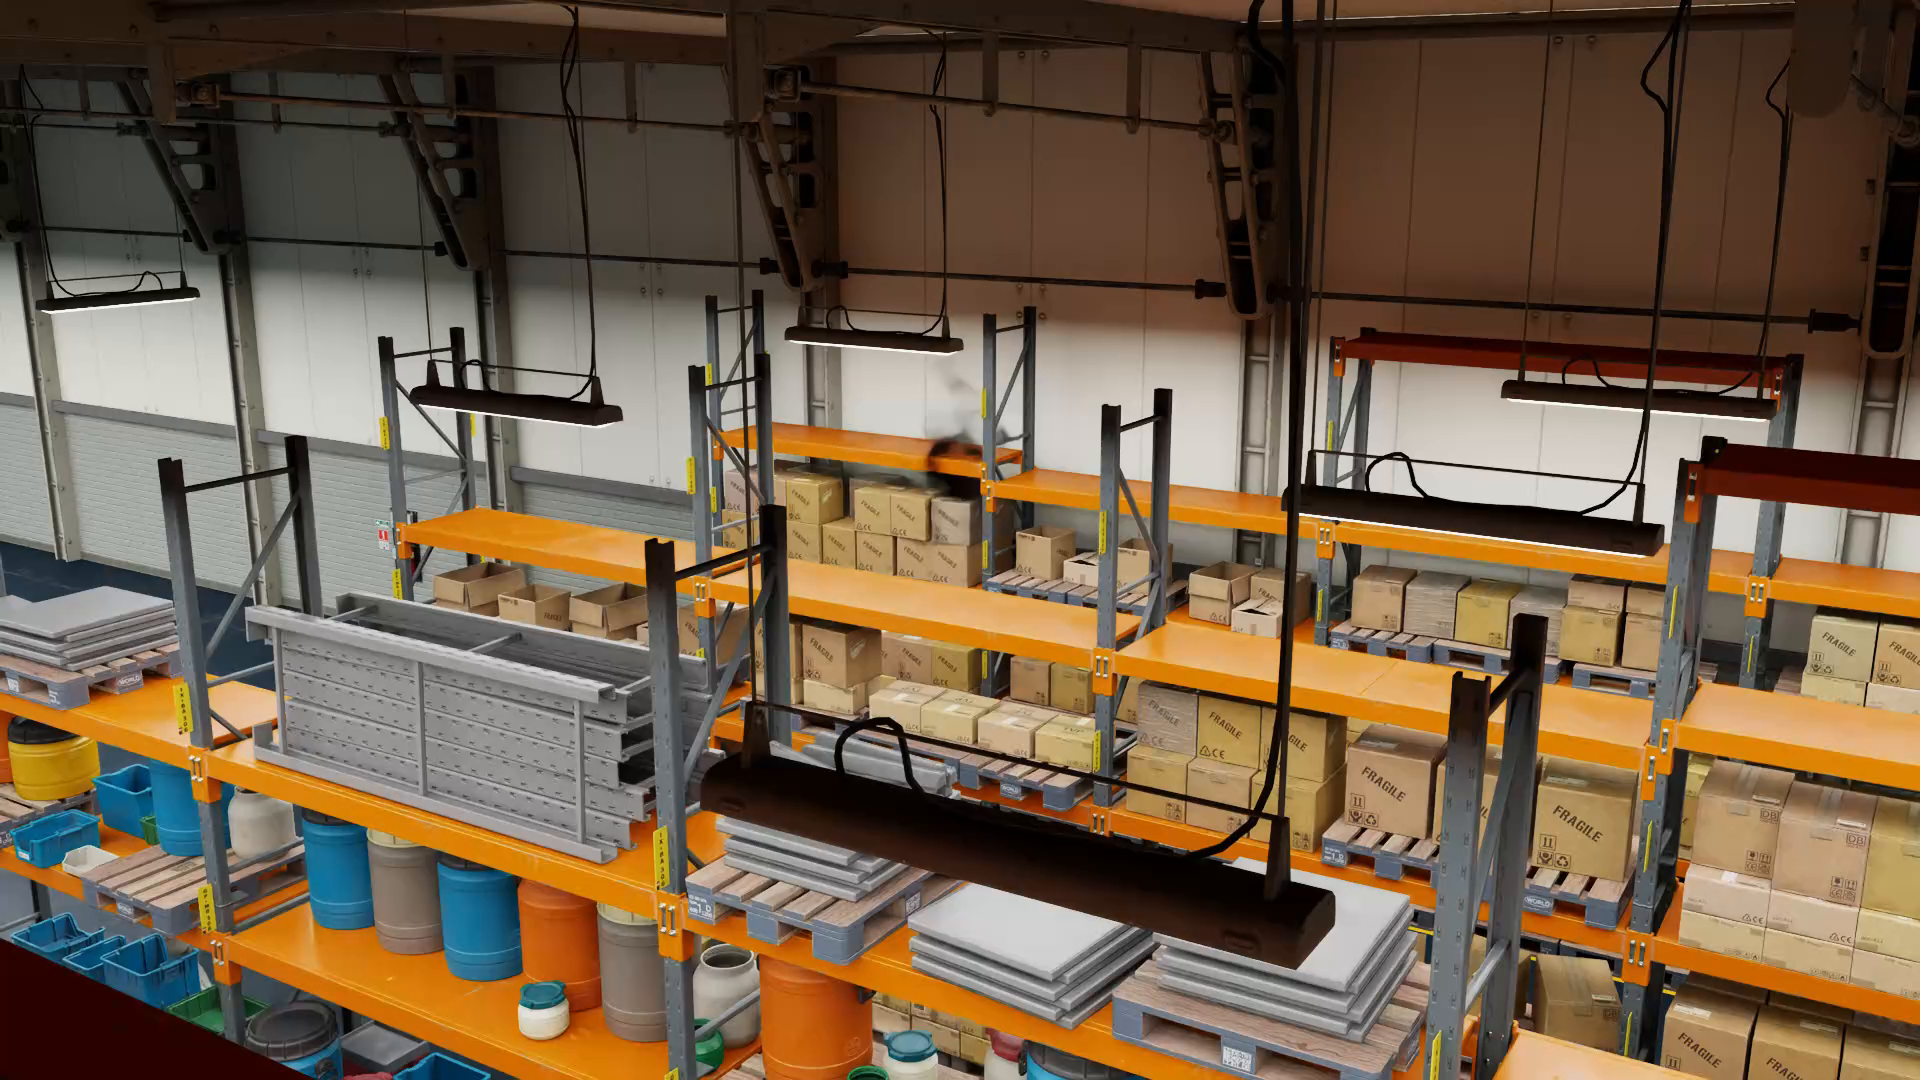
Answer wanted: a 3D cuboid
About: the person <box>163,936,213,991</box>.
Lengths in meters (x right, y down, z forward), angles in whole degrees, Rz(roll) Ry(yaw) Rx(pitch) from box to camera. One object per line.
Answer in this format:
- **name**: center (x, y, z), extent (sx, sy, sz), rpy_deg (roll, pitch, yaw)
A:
- **person**: center (-7.177, 3.645, 15.178), extent (0.541, 1.625, 0.621), rpy_deg (3, 14, 11)
